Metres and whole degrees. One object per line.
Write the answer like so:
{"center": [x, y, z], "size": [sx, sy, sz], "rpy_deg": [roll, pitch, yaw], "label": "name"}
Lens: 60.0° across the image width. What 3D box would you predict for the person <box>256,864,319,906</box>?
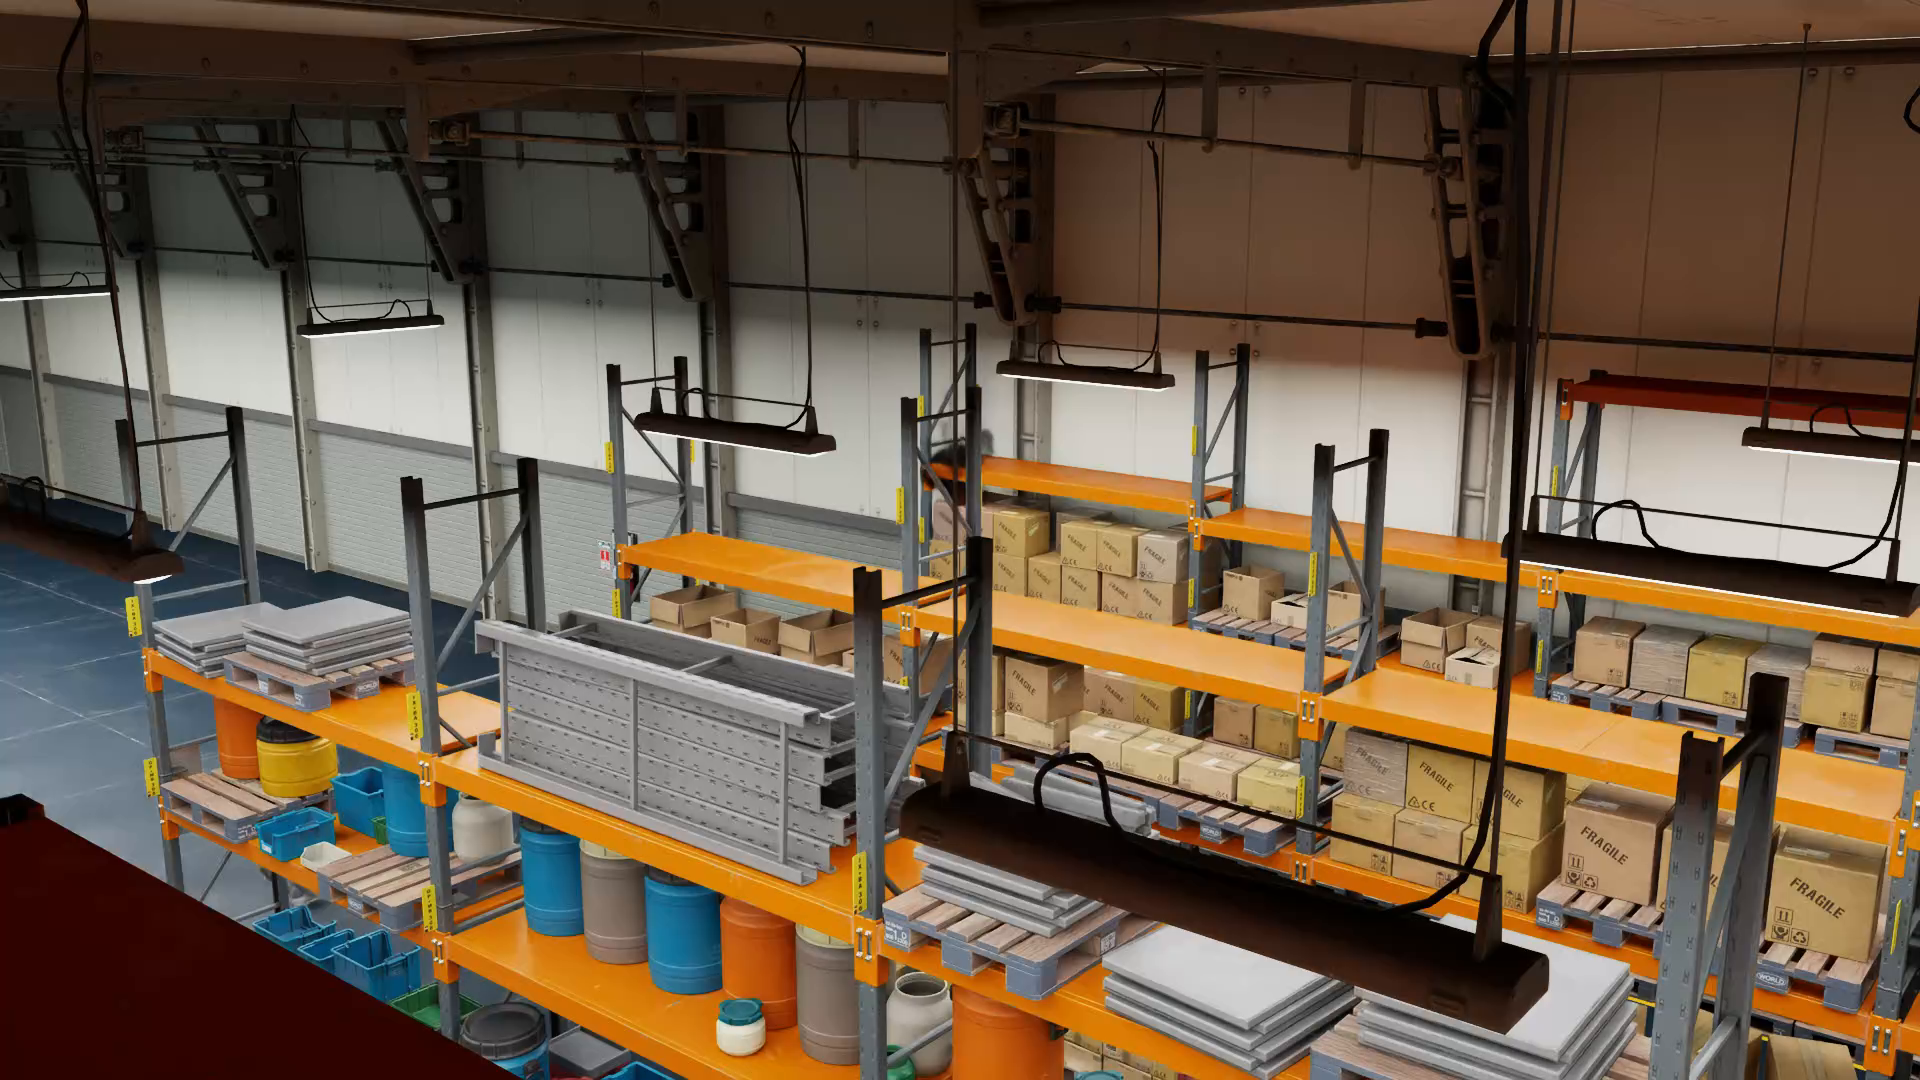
{"center": [-7.413, 3.255, 18.107], "size": [0.683, 1.723, 0.548], "rpy_deg": [-5, 14, -21], "label": "person"}
